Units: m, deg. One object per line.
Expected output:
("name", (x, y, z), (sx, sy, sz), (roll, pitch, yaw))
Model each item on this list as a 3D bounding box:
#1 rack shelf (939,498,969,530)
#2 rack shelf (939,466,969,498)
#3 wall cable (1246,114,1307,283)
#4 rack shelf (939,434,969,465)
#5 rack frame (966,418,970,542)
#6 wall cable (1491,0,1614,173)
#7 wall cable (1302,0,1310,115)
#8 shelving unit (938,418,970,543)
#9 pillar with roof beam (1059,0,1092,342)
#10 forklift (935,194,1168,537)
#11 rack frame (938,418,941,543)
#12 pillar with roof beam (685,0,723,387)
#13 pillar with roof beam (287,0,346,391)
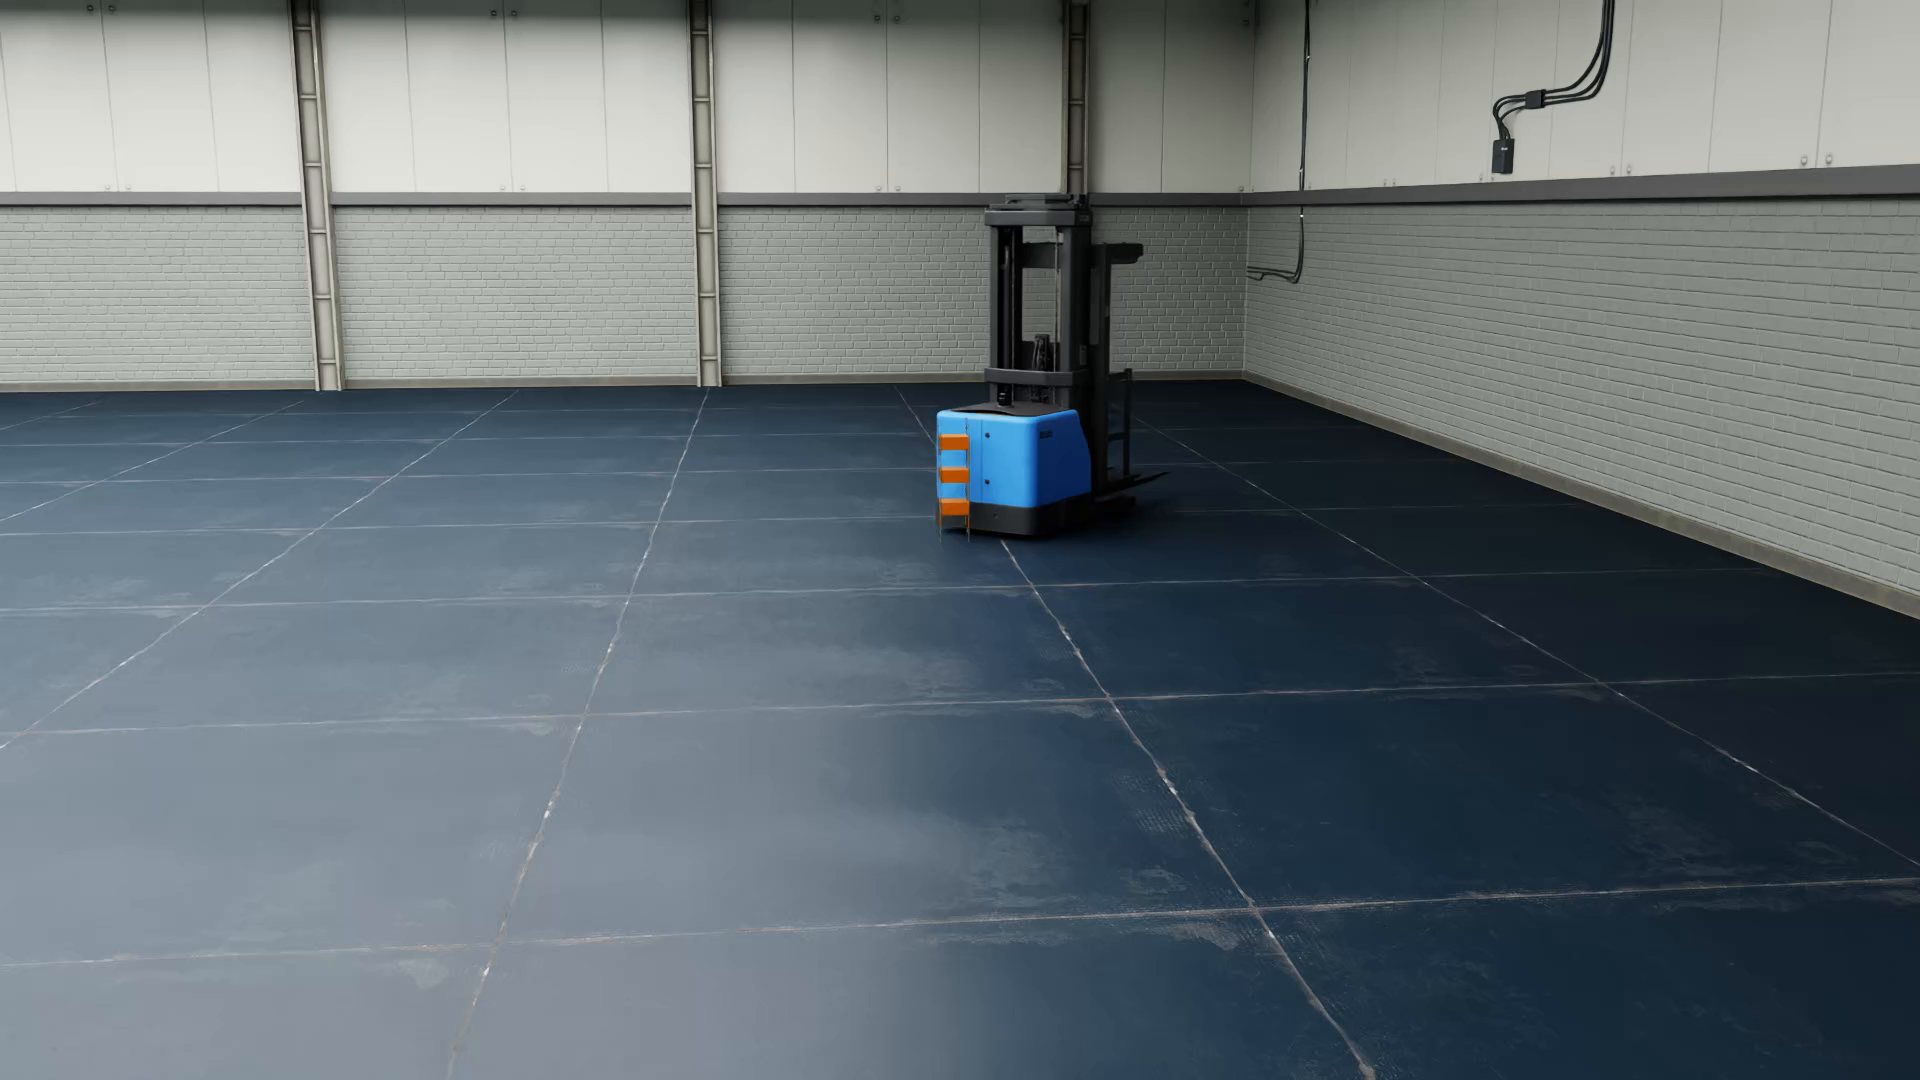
("rack shelf", (-0.053, -0.231, 14.317), (0.240, 0.259, 0.215), (-1, 11, -6))
("rack shelf", (-0.053, -0.504, 14.263), (0.240, 0.259, 0.215), (-1, 11, -6))
("wall cable", (4.943, -5.353, 26.320), (0.112, 2.526, 3.097), (-1, 11, -6))
("rack shelf", (-0.053, -0.782, 14.208), (0.240, 0.259, 0.215), (-1, 11, -6))
("rack frame", (0.068, -0.517, 14.274), (0.008, 1.050, 0.200), (-1, 11, -6))
("wall cable", (5.952, -6.725, 16.430), (0.169, 6.003, 2.305), (-1, 11, -6))
("wall cable", (5.235, -7.313, 23.194), (0.112, 2.526, 3.097), (-1, 11, -6))
("shelving unit", (-0.053, -0.514, 14.261), (0.252, 1.050, 0.215), (-1, 11, -6))
("pillar with roof beam", (2.336, -6.244, 22.799), (0.548, 9.000, 9.100), (-1, 11, -6))
("forklift", (0.998, -1.699, 15.414), (1.130, 2.935, 3.031), (7, 13, 32))
("rack frame", (-0.174, -0.511, 14.248), (0.008, 1.050, 0.200), (-1, 11, -6))
("pillar with roof beam", (-3.629, -6.119, 22.163), (0.548, 9.000, 9.100), (-1, 11, -6))
("pillar with roof beam", (-9.594, -5.994, 21.527), (0.400, 9.000, 9.100), (-1, 11, -6))
